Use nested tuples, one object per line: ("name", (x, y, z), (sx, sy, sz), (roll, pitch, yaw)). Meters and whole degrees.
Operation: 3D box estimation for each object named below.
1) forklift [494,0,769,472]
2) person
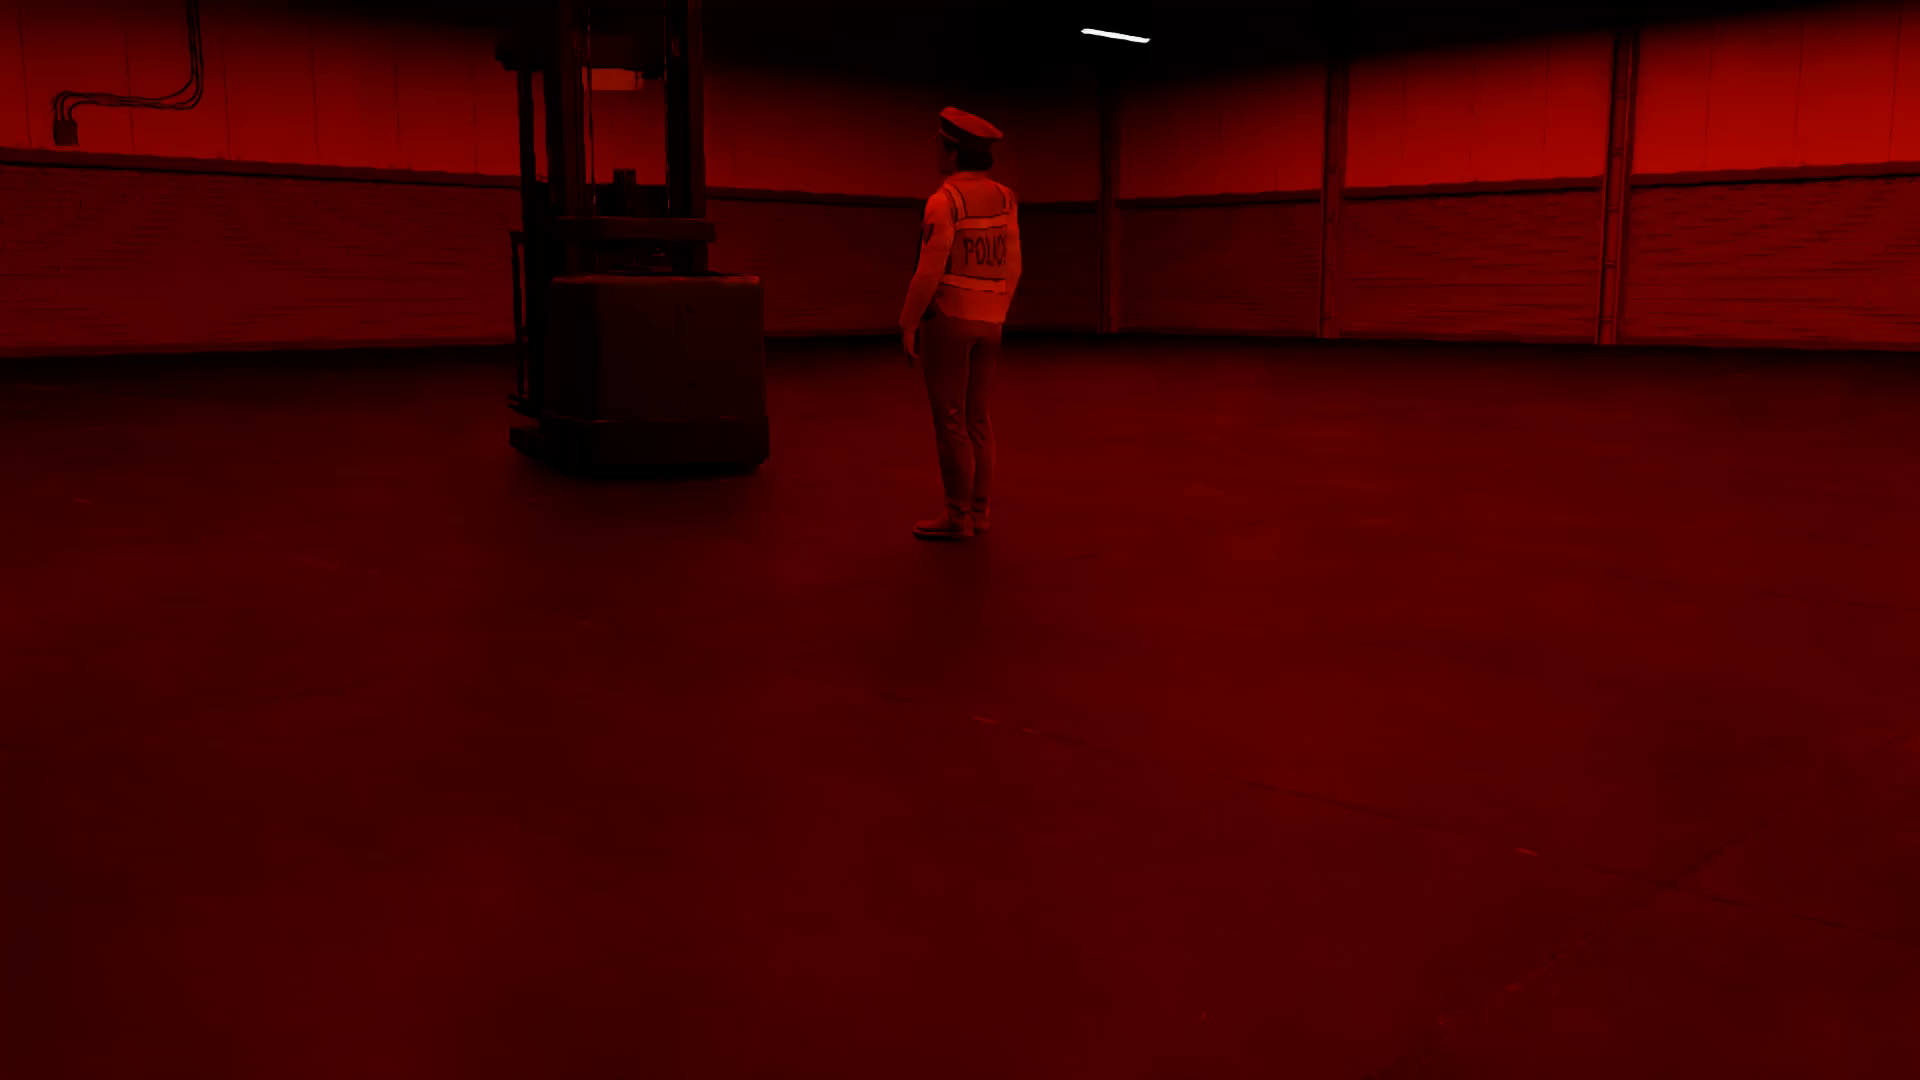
("forklift", (-2.164, -1.997, 10.136), (1.130, 2.935, 3.031), (-4, 10, -26))
("person", (-0.044, -0.853, 6.642), (0.533, 1.695, 0.586), (8, 12, 43))
